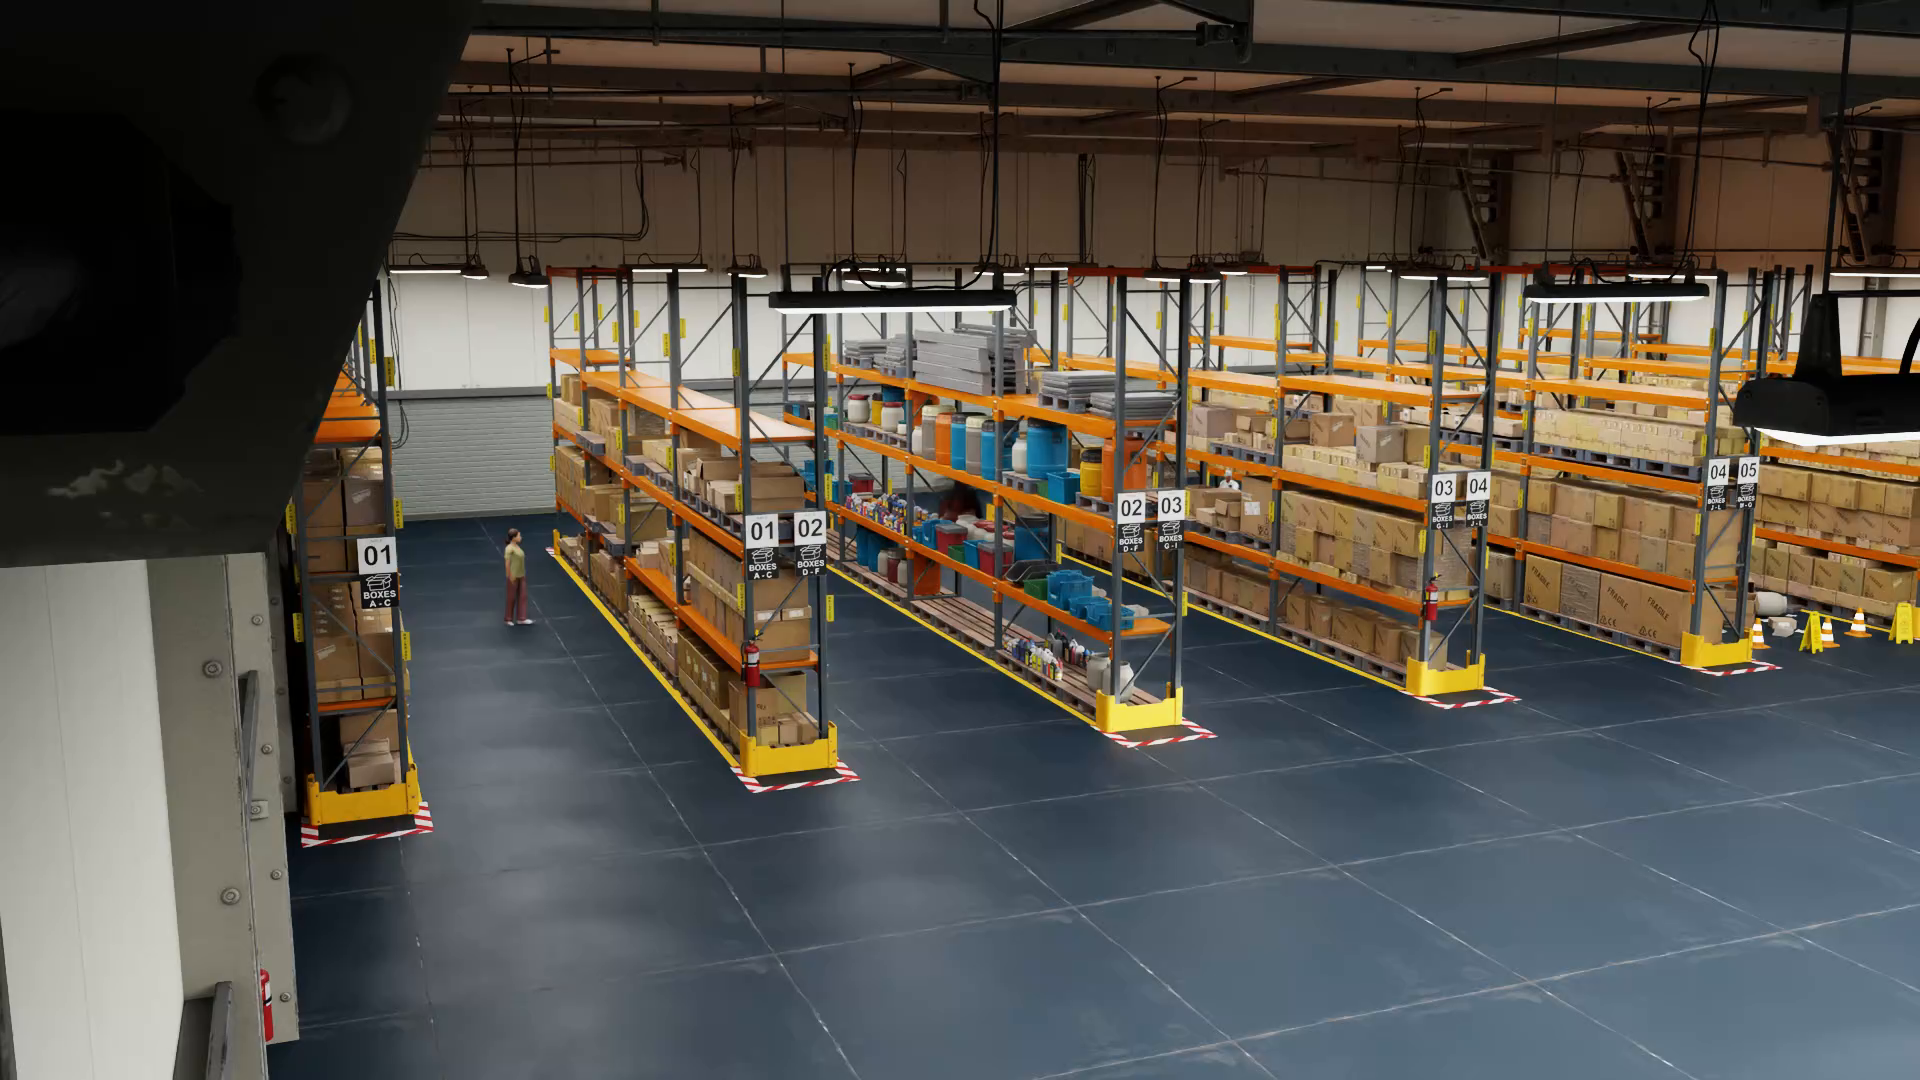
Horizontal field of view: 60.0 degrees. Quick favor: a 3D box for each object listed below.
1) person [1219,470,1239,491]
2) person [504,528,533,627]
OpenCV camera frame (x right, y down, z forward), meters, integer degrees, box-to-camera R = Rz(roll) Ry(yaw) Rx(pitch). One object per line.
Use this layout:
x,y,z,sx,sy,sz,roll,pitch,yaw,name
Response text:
5.777,-0.690,35.819,0.415,1.668,0.537,-6,12,-32,person
-7.569,0.634,28.243,0.451,1.677,0.447,6,12,31,person
